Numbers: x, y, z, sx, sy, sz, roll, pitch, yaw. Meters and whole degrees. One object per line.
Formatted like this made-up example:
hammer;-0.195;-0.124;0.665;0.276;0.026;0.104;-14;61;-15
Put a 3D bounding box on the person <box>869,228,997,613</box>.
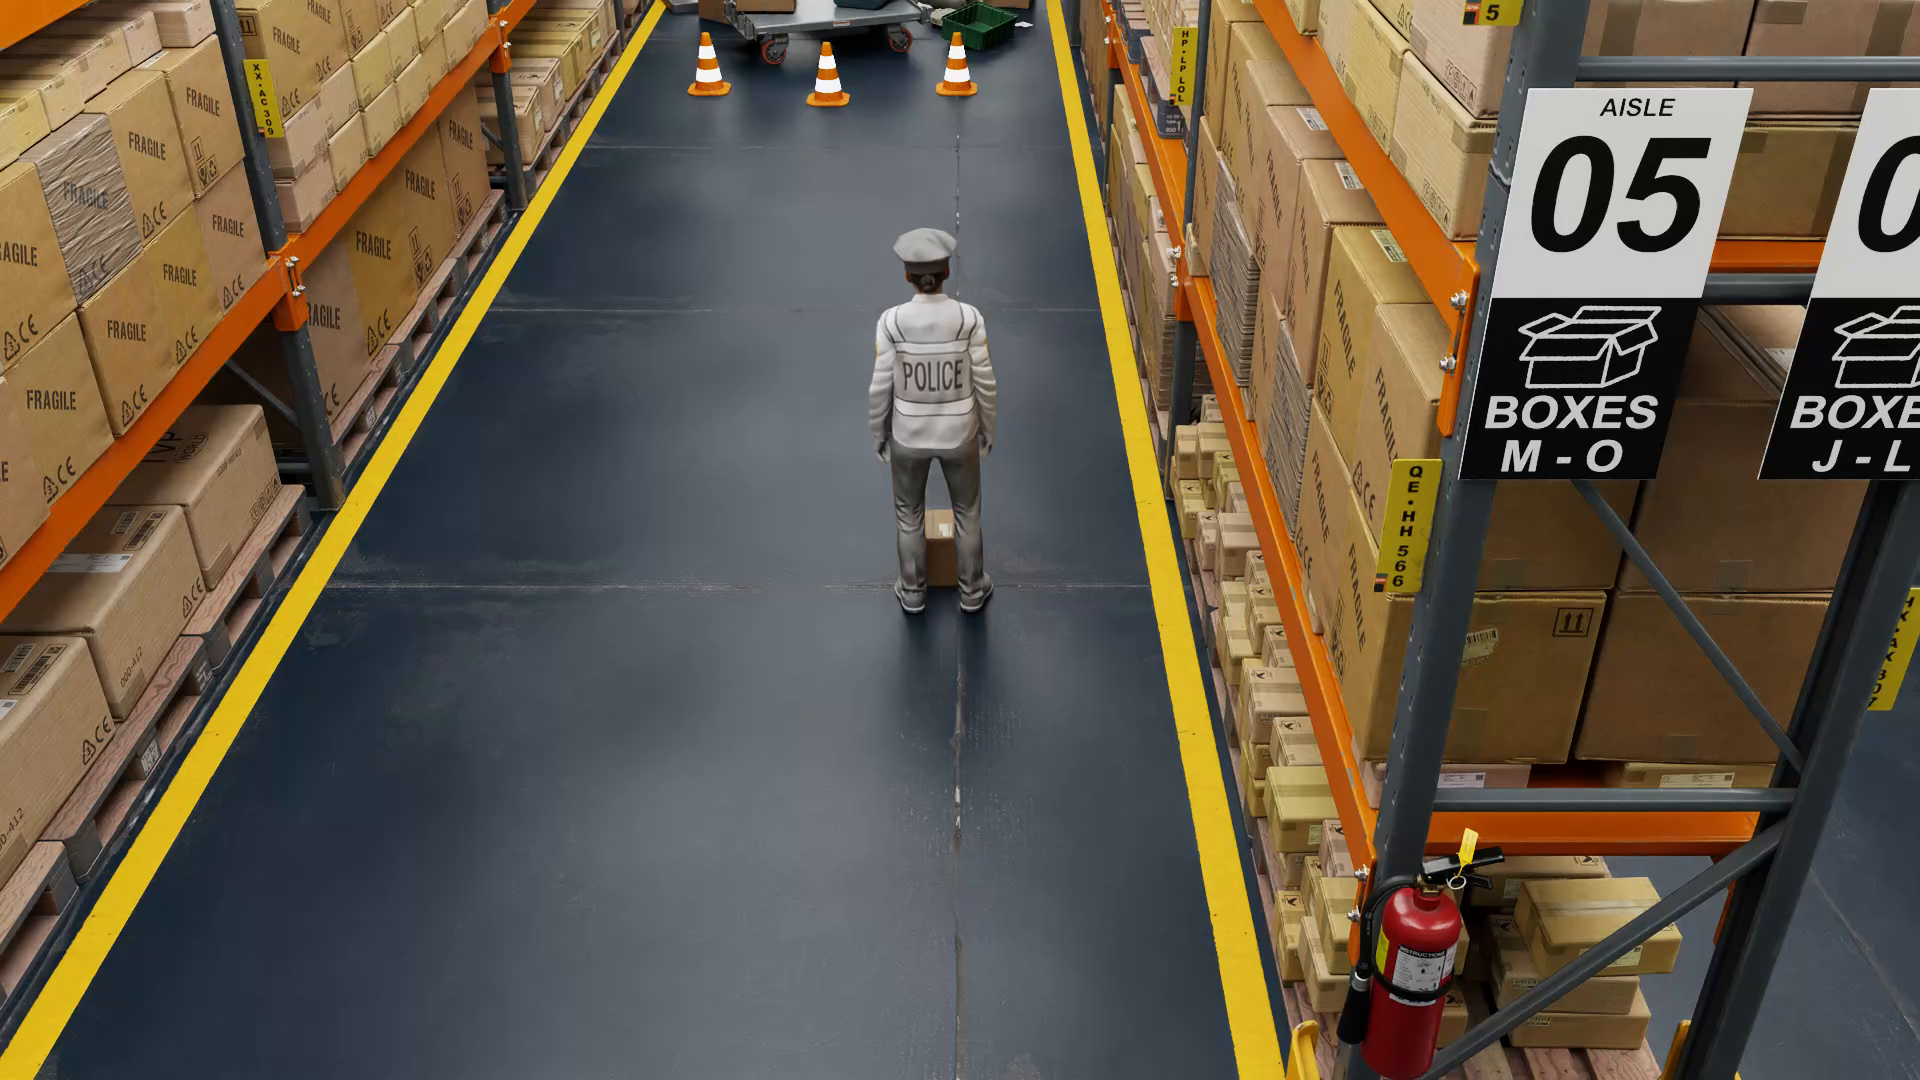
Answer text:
person;-0.111;-0.438;6.841;0.524;1.662;0.373;-1;32;-2
